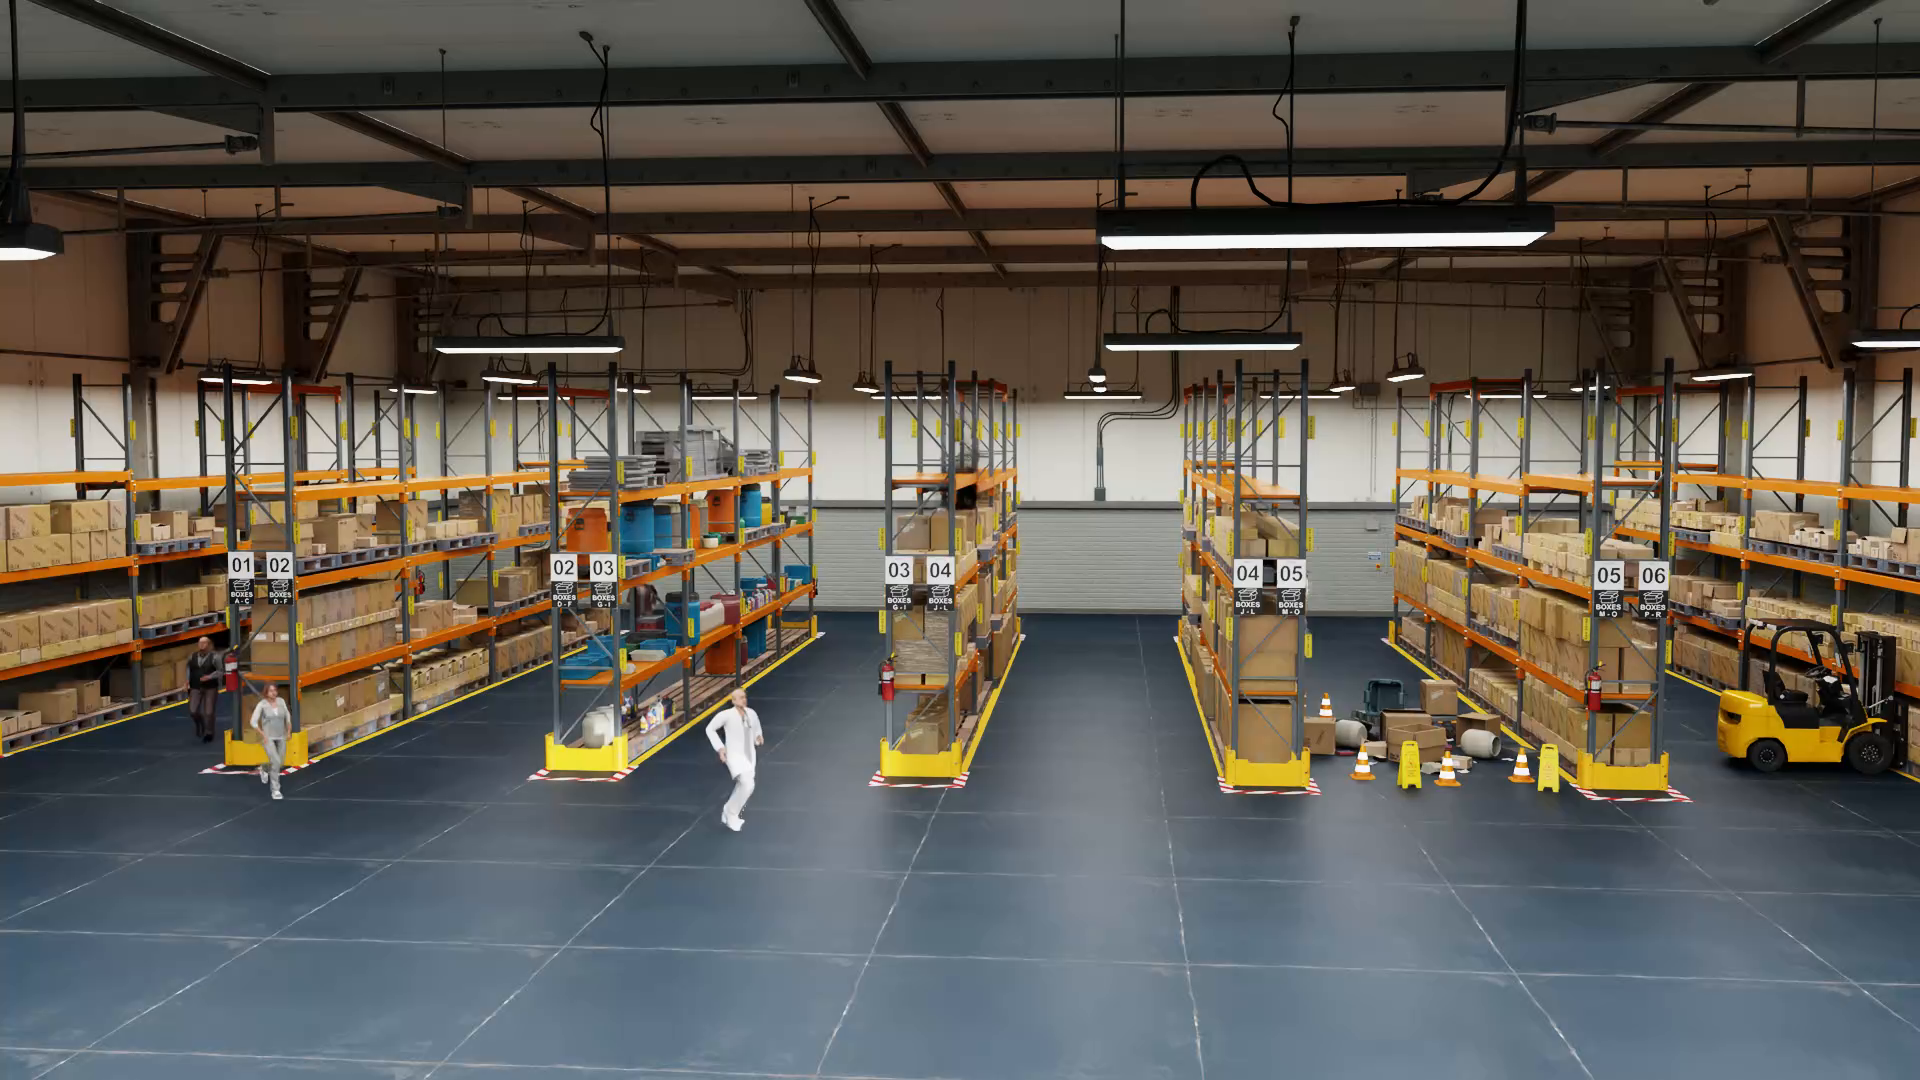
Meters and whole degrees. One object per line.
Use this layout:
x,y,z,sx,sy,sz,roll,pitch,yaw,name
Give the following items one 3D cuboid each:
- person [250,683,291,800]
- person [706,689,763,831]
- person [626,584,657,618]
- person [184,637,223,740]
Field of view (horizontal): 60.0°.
-9.437,2.726,22.750,0.654,1.585,0.546,3,5,43,person
-2.738,2.747,20.824,0.720,1.767,0.683,3,5,39,person
-7.136,1.662,37.324,0.677,1.795,1.006,-1,4,-9,person
-12.154,2.399,26.688,0.644,1.680,0.591,-1,4,-9,person
